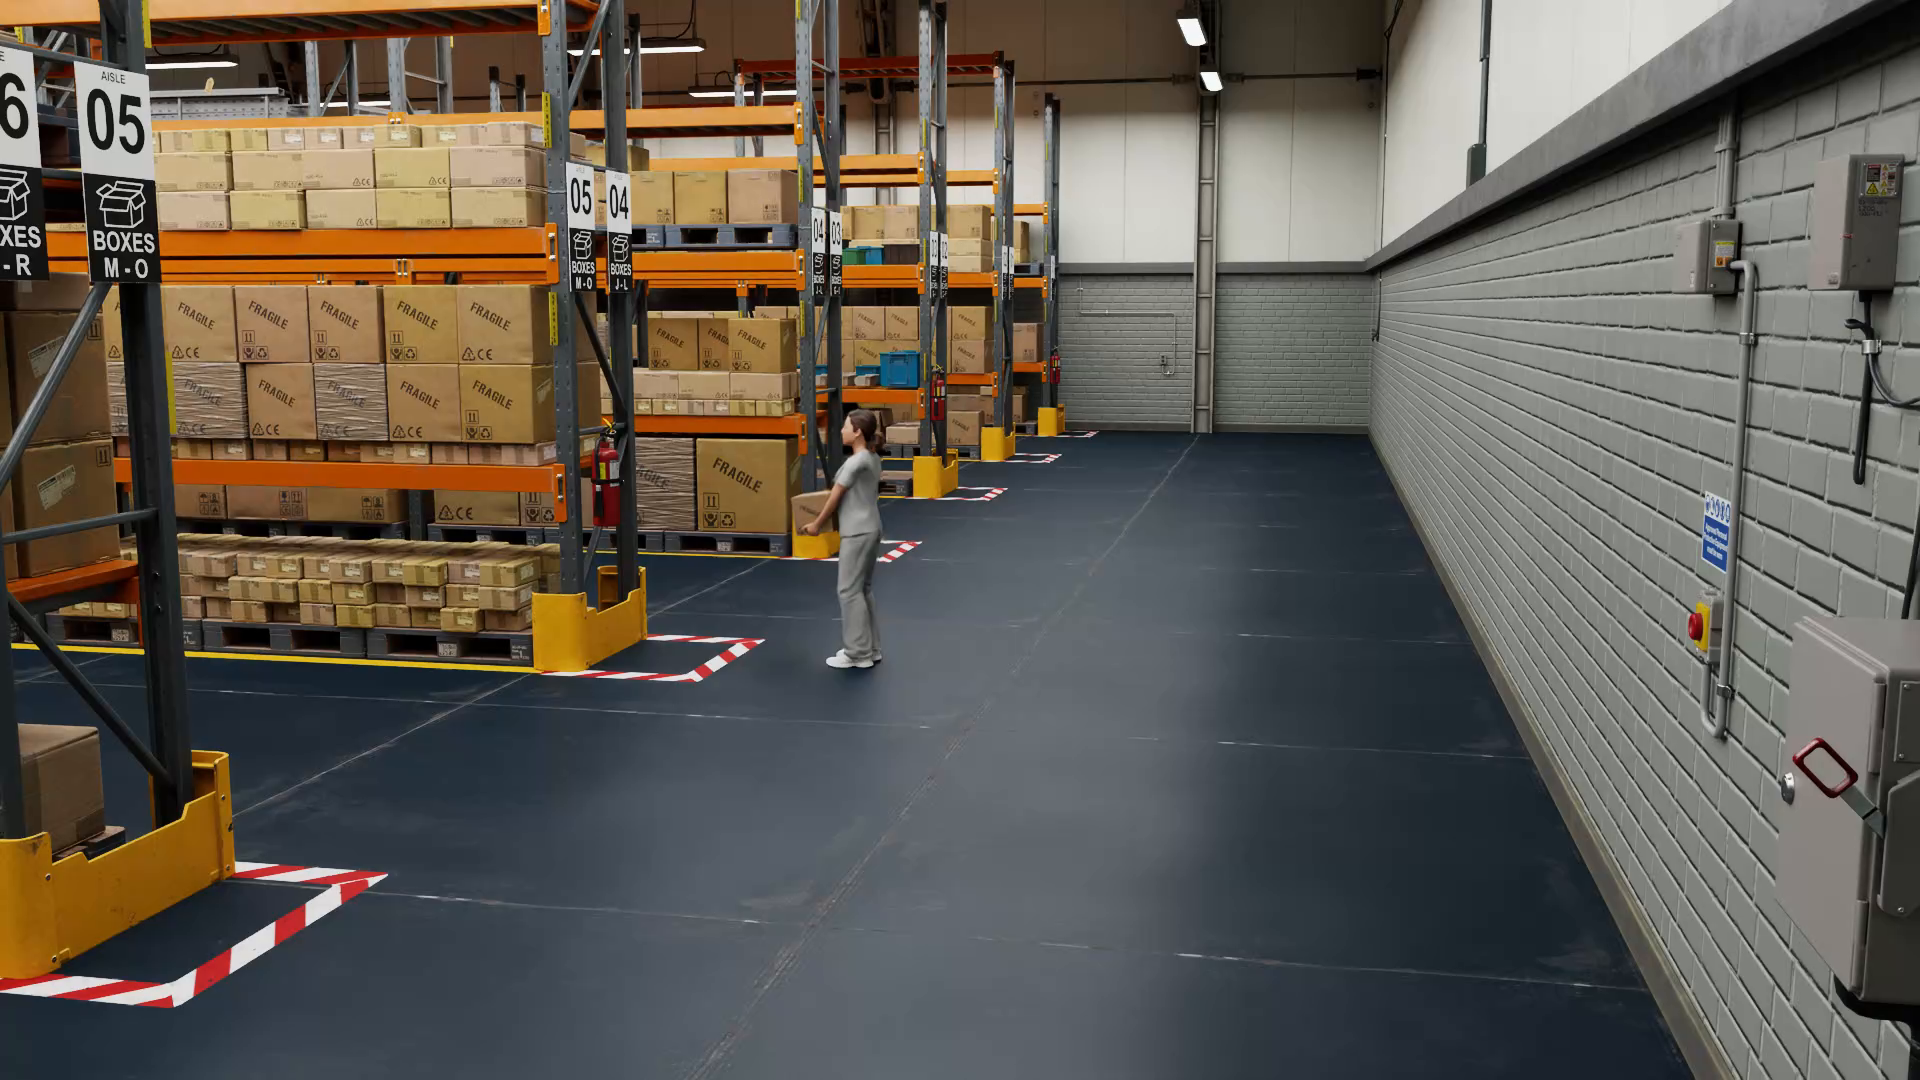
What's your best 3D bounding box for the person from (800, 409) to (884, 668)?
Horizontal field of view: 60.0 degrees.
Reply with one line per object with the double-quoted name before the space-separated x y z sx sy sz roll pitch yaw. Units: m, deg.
"person" -0.741 -0.016 10.774 0.536 1.669 0.409 2 8 11
